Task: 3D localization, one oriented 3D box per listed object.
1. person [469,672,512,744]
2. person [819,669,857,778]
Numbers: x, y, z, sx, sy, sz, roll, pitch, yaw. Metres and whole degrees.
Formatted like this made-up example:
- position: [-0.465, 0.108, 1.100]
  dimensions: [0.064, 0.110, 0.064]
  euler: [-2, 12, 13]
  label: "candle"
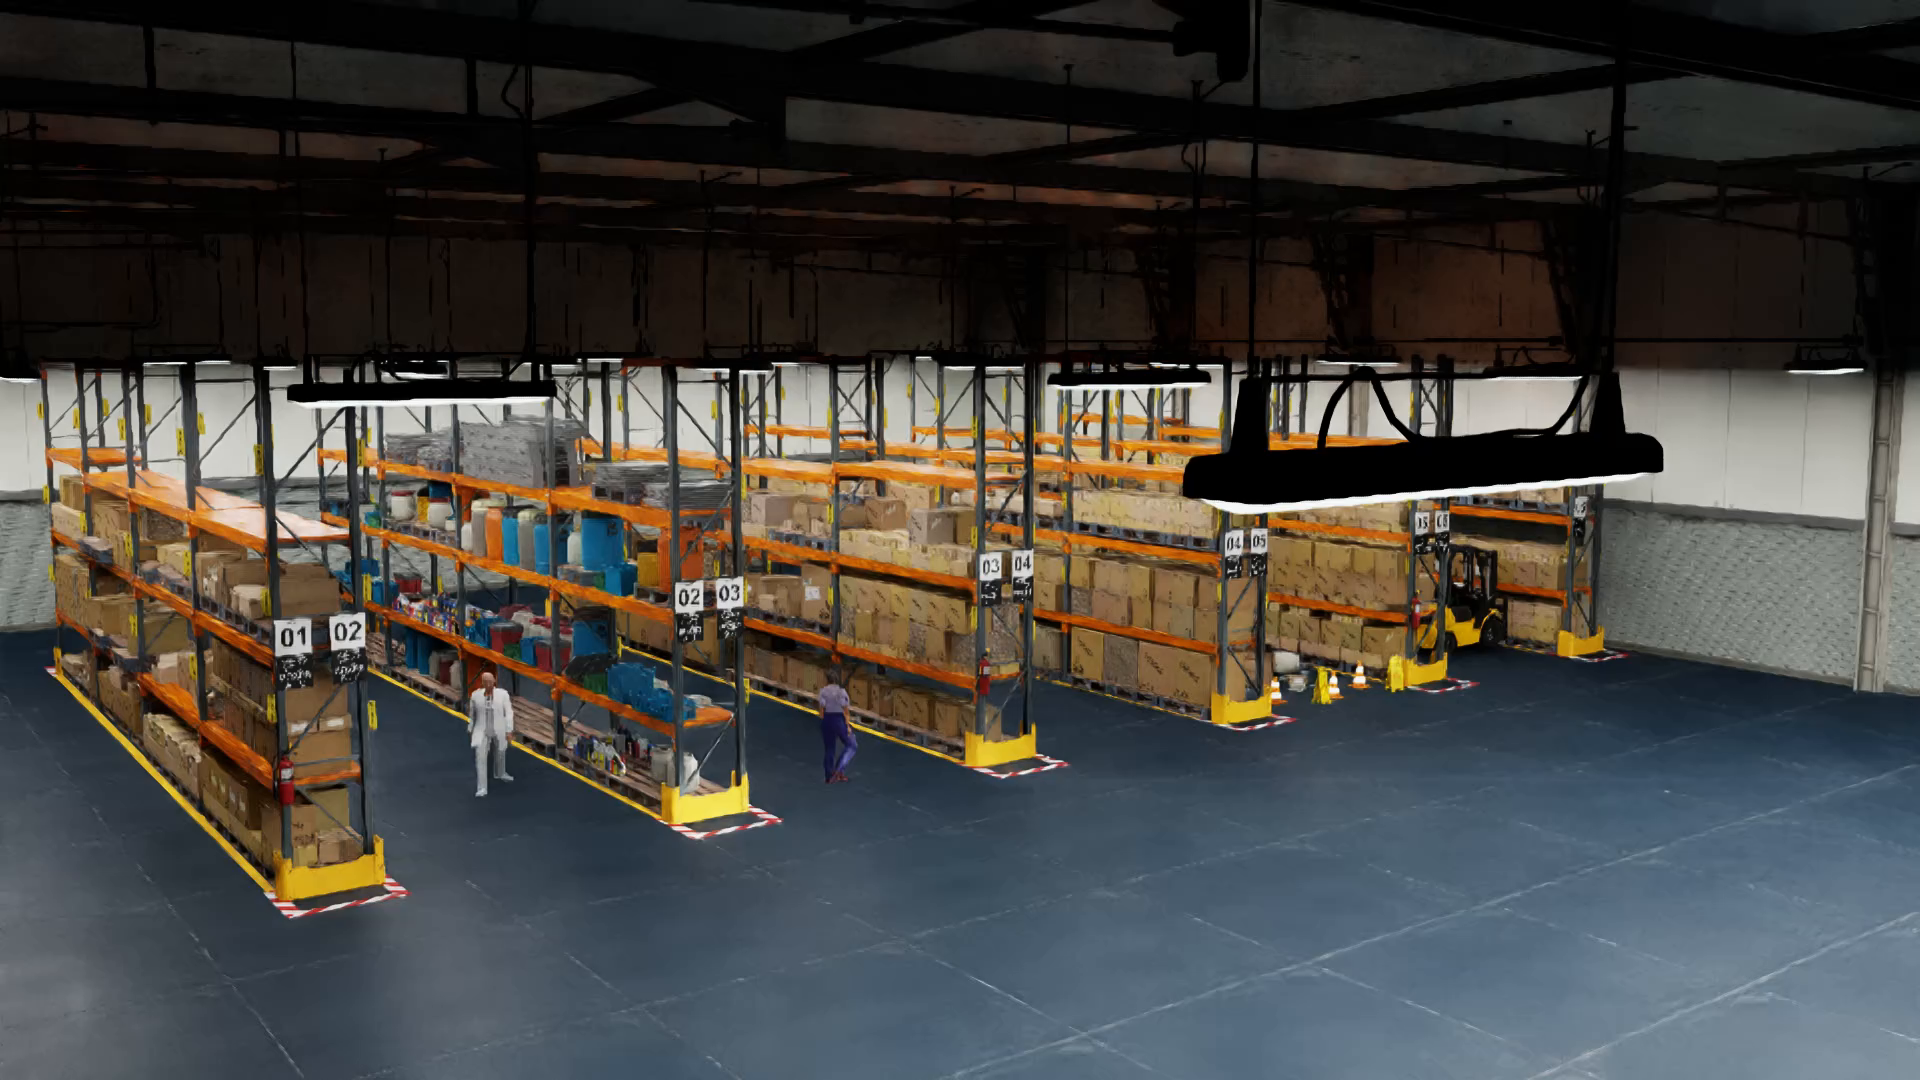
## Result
- position: [-6.583, 2.355, 23.281]
  dimensions: [0.598, 1.056, 0.435]
  euler: [-2, 7, -16]
  label: "person"
- position: [-1.781, 2.635, 23.822]
  dimensions: [0.520, 1.563, 0.408]
  euler: [3, 8, 25]
  label: "person"
